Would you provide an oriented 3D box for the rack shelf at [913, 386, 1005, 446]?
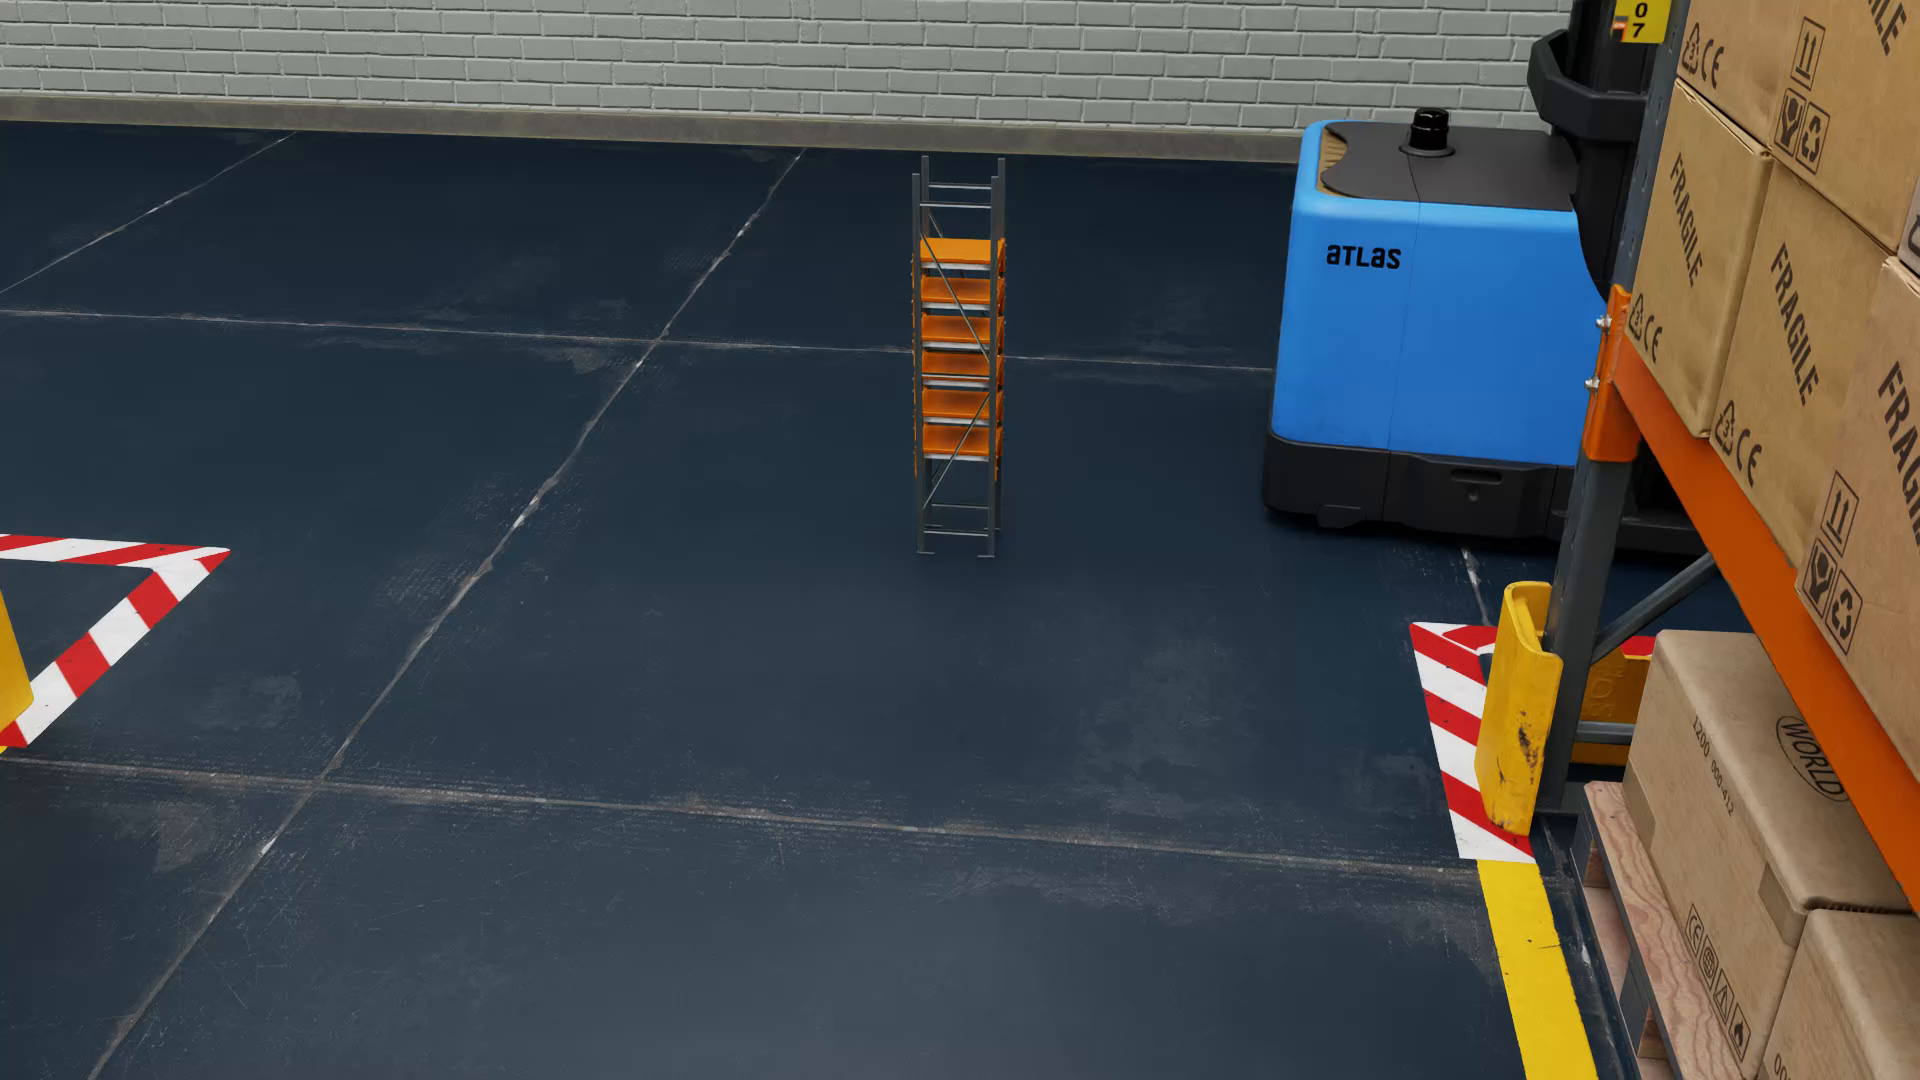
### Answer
[{"bbox_3d":[-0.002,-0.377,5.031,0.258,0.103,0.180,3,28,6],"label":"rack shelf"}]

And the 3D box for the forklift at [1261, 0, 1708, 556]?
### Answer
[{"bbox_3d":[2.540,-1.414,4.784,3.031,2.935,1.130,6,29,11],"label":"forklift"}]

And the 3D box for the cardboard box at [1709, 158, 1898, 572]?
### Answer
[{"bbox_3d":[1.485,-0.254,2.453,0.500,0.500,0.500,3,28,5],"label":"cardboard box"}]

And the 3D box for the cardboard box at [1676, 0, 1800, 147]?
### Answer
[{"bbox_3d":[1.521,-0.933,2.660,0.500,0.500,0.500,3,28,5],"label":"cardboard box"}]

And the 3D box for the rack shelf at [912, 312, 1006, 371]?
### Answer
[{"bbox_3d":[-0.002,-0.588,4.917,0.258,0.103,0.180,3,28,6],"label":"rack shelf"}]

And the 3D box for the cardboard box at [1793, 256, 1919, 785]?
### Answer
[{"bbox_3d":[1.405,-0.015,2.010,0.500,0.500,0.500,3,28,6],"label":"cardboard box"}]

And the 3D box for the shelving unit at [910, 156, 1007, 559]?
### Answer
[{"bbox_3d":[-0.002,-0.521,4.953,0.258,1.200,0.189,3,28,6],"label":"shelving unit"}]

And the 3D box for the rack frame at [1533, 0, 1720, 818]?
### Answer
[{"bbox_3d":[1.863,-0.658,3.310,1.000,3.000,0.127,3,28,6],"label":"rack frame"}]

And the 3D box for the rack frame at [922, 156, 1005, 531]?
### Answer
[{"bbox_3d":[0.009,-0.564,5.033,0.240,1.200,0.006,3,28,6],"label":"rack frame"}]

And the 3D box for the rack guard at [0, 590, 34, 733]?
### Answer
[{"bbox_3d":[-3.072,0.238,4.282,1.175,0.500,0.348,3,28,6],"label":"rack guard"}]

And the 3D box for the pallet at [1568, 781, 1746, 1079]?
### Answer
[{"bbox_3d":[1.842,0.950,3.264,1.003,0.211,1.213,3,28,6],"label":"pallet"}]

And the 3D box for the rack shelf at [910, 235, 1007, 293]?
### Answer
[{"bbox_3d":[-0.002,-0.799,4.803,0.258,0.103,0.180,3,28,6],"label":"rack shelf"}]

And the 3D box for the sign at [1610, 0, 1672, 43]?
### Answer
[{"bbox_3d":[1.313,-1.110,3.151,0.100,0.325,0.005,3,28,6],"label":"sign"}]

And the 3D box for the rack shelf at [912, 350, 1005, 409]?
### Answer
[{"bbox_3d":[-0.002,-0.482,4.974,0.258,0.103,0.180,3,28,6],"label":"rack shelf"}]

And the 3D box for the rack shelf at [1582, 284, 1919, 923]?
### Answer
[{"bbox_3d":[1.618,0.600,1.733,1.077,0.370,4.000,3,28,6],"label":"rack shelf"}]

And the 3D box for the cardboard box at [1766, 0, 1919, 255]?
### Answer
[{"bbox_3d":[1.465,-0.690,2.208,0.500,0.500,0.500,3,28,5],"label":"cardboard box"}]

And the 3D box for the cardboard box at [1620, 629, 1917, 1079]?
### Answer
[{"bbox_3d":[1.881,0.601,3.230,0.875,0.438,0.875,2,28,4],"label":"cardboard box"}]

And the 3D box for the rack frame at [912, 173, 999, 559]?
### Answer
[{"bbox_3d":[-0.013,-0.478,4.873,0.240,1.200,0.006,3,28,6],"label":"rack frame"}]

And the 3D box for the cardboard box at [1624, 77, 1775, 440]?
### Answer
[{"bbox_3d":[1.519,-0.493,2.898,0.500,0.500,0.500,3,28,6],"label":"cardboard box"}]

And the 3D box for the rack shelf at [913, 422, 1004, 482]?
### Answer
[{"bbox_3d":[-0.002,-0.271,5.088,0.258,0.103,0.180,3,28,6],"label":"rack shelf"}]

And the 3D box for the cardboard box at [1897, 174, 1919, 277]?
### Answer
[{"bbox_3d":[1.410,-0.447,1.757,0.500,0.500,0.500,3,28,6],"label":"cardboard box"}]

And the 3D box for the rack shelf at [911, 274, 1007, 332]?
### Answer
[{"bbox_3d":[-0.002,-0.694,4.860,0.258,0.103,0.180,3,28,6],"label":"rack shelf"}]

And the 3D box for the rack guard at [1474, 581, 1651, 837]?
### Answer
[{"bbox_3d":[1.866,0.431,3.923,1.175,0.500,0.348,3,28,6],"label":"rack guard"}]

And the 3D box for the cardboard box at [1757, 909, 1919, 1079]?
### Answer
[{"bbox_3d":[1.777,1.032,2.430,0.875,0.438,0.875,4,29,8],"label":"cardboard box"}]
